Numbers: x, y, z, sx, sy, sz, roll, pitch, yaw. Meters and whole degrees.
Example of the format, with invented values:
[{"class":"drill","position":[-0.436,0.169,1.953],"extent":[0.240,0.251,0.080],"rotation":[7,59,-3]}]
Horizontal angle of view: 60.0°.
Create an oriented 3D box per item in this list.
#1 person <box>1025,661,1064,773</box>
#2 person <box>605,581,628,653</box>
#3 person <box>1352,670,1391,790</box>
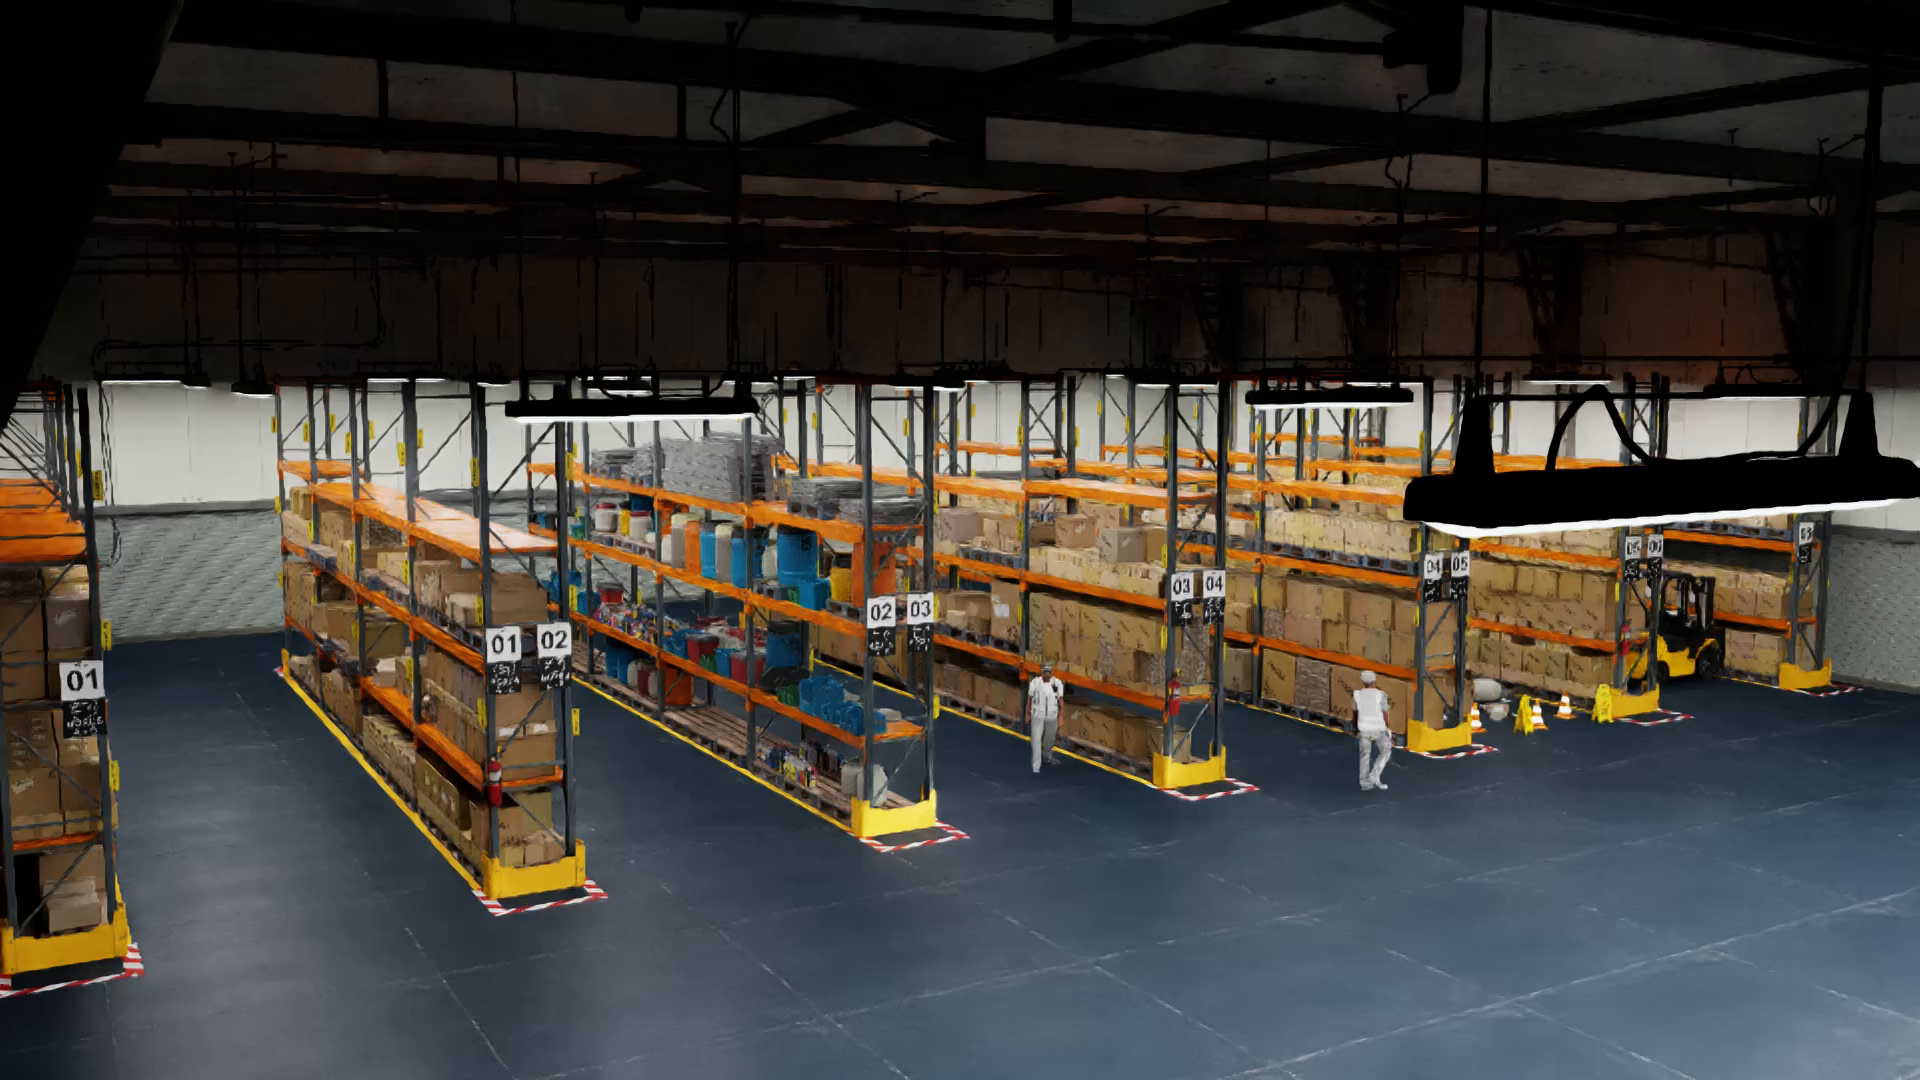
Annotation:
[{"class":"person","position":[1.309,2.689,25.542],"extent":[0.586,1.710,0.968],"rotation":[-1,6,-6]},{"class":"person","position":[-7.211,1.666,35.137],"extent":[0.483,1.621,0.993],"rotation":[-5,8,-38]},{"class":"person","position":[6.021,2.782,24.349],"extent":[0.600,1.780,0.446],"rotation":[4,7,31]}]
